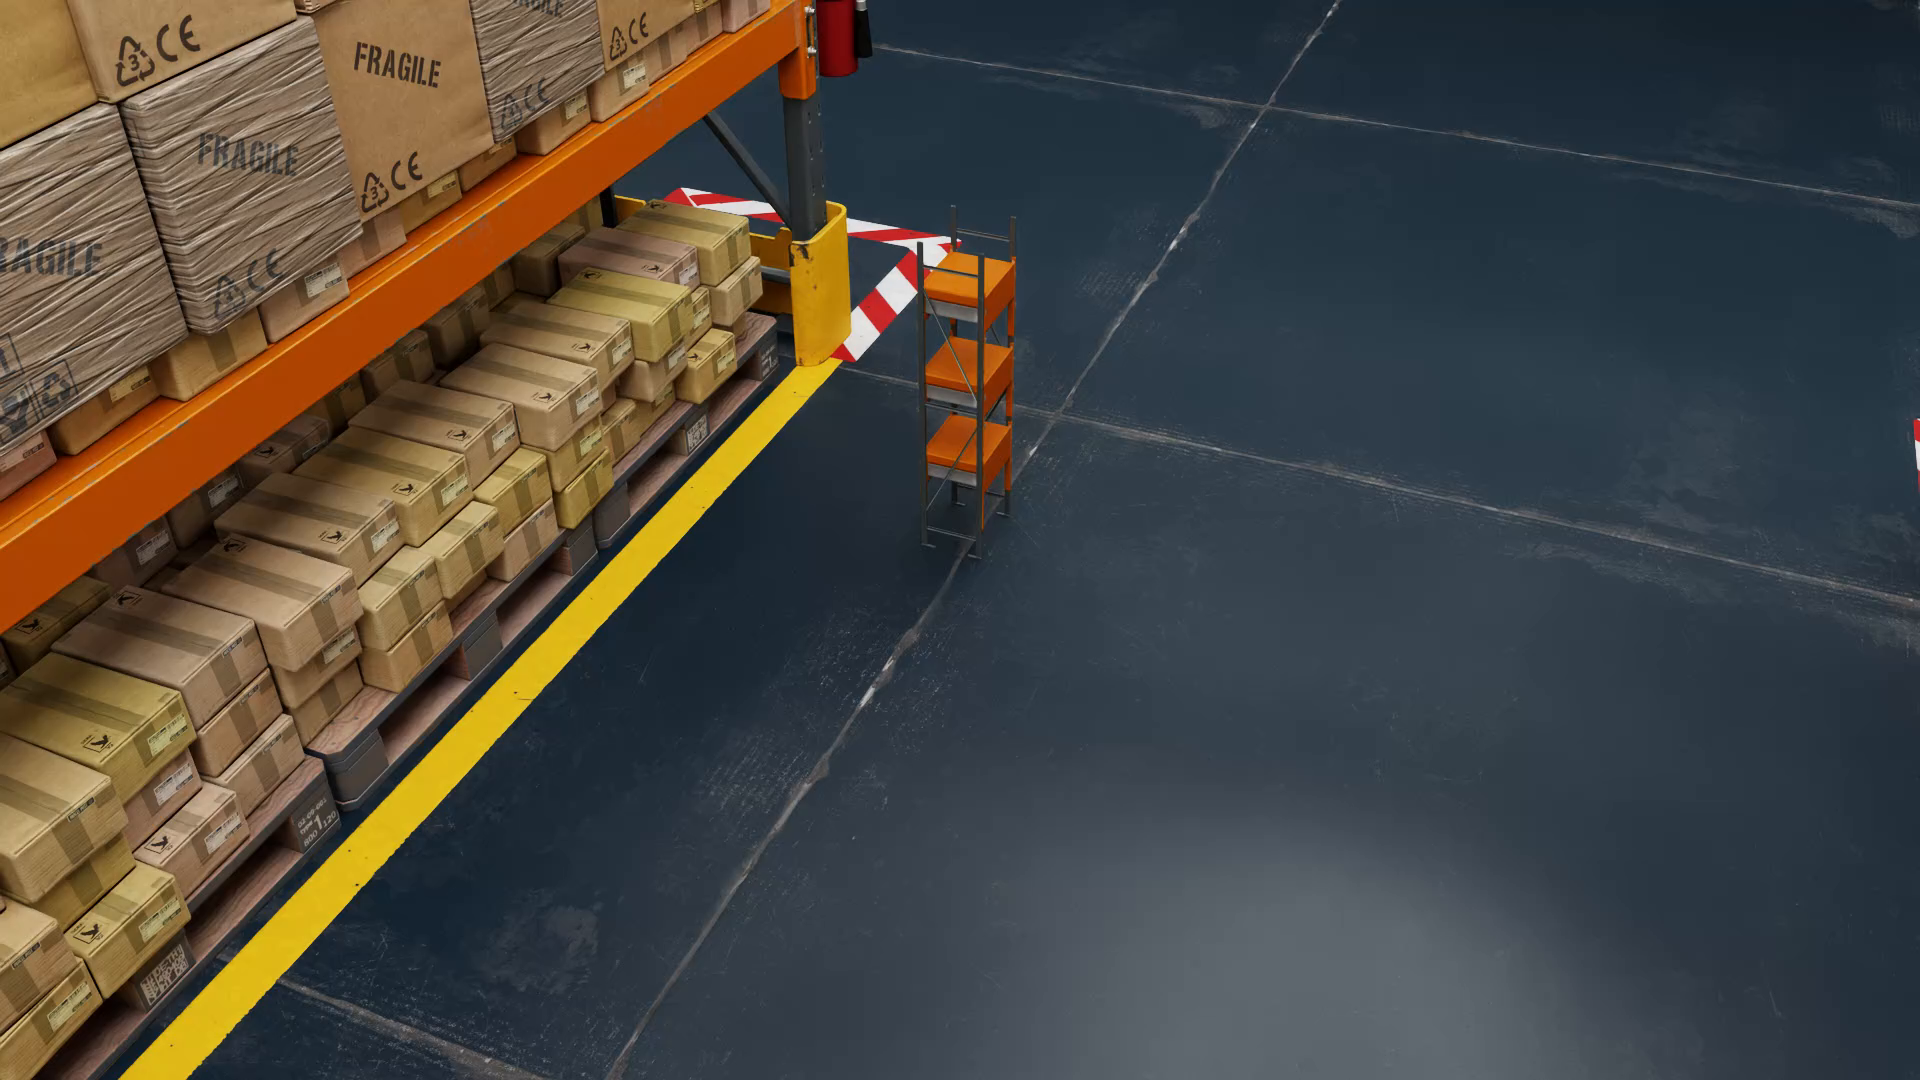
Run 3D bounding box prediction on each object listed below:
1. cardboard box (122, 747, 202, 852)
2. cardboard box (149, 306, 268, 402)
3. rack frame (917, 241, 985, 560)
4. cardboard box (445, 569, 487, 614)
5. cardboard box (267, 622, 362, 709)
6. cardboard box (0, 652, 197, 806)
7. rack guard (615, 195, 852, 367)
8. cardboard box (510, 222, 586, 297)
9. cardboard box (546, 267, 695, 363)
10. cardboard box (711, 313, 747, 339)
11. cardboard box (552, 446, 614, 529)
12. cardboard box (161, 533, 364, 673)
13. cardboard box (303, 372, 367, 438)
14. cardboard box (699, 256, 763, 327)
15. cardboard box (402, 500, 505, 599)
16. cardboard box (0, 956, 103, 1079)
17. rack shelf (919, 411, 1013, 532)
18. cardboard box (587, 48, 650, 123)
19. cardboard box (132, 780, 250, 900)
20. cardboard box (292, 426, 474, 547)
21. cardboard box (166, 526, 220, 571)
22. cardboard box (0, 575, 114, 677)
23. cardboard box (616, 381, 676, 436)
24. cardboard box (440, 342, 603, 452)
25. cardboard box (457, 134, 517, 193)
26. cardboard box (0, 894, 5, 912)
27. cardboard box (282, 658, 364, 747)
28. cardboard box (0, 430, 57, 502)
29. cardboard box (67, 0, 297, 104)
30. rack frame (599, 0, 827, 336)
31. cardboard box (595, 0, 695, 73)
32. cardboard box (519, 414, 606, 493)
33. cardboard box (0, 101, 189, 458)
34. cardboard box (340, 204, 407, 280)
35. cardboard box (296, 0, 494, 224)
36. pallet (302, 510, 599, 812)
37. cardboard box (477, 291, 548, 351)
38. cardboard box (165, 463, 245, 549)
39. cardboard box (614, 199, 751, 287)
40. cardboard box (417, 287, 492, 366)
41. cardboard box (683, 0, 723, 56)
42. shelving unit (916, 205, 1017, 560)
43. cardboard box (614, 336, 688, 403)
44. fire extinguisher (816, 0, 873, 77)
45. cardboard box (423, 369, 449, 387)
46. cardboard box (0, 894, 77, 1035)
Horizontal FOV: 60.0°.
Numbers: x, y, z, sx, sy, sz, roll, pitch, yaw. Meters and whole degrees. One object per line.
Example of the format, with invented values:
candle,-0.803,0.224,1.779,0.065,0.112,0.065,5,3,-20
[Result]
cardboard box,-1.984,0.543,3.800,0.380,0.149,0.250,14,39,17
cardboard box,-1.732,-0.455,3.563,0.380,0.149,0.250,15,39,19
rack frame,-0.026,-0.383,4.885,0.200,1.050,0.008,14,39,18
cardboard box,-1.569,0.075,4.675,0.380,0.149,0.250,15,39,19
cardboard box,-1.752,0.247,4.196,0.380,0.149,0.250,16,40,20
cardboard box,-1.957,0.422,3.714,0.380,0.149,0.250,13,39,17
rack guard,-0.997,-1.051,6.239,1.175,0.500,0.348,14,39,18
cardboard box,-1.476,-0.966,5.571,0.380,0.149,0.250,15,39,19
cardboard box,-1.065,-0.710,5.228,0.380,0.149,0.250,13,39,17
cardboard box,-0.976,-0.782,5.821,0.380,0.149,0.250,14,39,18
cardboard box,-1.281,-0.195,5.036,0.380,0.149,0.250,12,38,16
cardboard box,-1.707,0.150,4.078,0.380,0.149,0.250,15,39,19
cardboard box,-1.964,-0.413,4.831,0.380,0.149,0.250,14,39,18
cardboard box,-0.905,-0.883,5.708,0.380,0.149,0.250,13,39,17
cardboard box,-1.480,-0.009,4.538,0.380,0.149,0.250,14,39,18
cardboard box,-2.055,0.965,3.484,0.380,0.149,0.250,12,38,16
rack shelf,0.020,-0.219,5.148,0.215,0.259,0.240,14,39,18
cardboard box,-1.117,-1.331,4.735,0.380,0.149,0.250,15,39,19
cardboard box,-1.907,0.668,3.881,0.380,0.149,0.250,14,39,18
cardboard box,-1.549,-0.148,4.475,0.380,0.149,0.250,14,39,18
cardboard box,-2.102,0.017,4.504,0.380,0.149,0.250,12,38,16
cardboard box,-2.276,0.183,4.033,0.380,0.149,0.250,15,39,19
cardboard box,-1.160,-0.490,5.430,0.380,0.149,0.250,14,39,18
cardboard box,-1.273,-0.420,4.840,0.380,0.149,0.250,15,39,19
cardboard box,-1.403,-1.056,4.367,0.380,0.149,0.250,12,38,16
cardboard box,-2.168,0.712,3.326,0.380,0.149,0.250,15,39,20
cardboard box,-1.786,0.360,4.294,0.380,0.149,0.250,12,38,16
cardboard box,-1.997,-0.181,3.197,0.380,0.149,0.250,12,38,16
cardboard box,-1.690,-1.196,3.178,0.500,0.500,0.500,14,39,18
rack frame,-0.968,-2.095,5.547,1.000,3.000,0.127,14,39,18
cardboard box,-1.102,-1.662,4.637,0.500,0.500,0.500,13,39,17
cardboard box,-1.286,-0.305,4.935,0.380,0.149,0.250,14,39,18
cardboard box,-1.887,-0.532,3.124,0.500,0.500,0.500,14,39,18
cardboard box,-1.565,-0.761,3.972,0.380,0.149,0.250,15,39,19
cardboard box,-1.485,-1.106,3.892,0.500,0.500,0.500,16,40,20
pallet,-1.805,0.179,4.834,1.003,0.211,1.213,14,39,18
cardboard box,-1.573,-0.714,5.482,0.380,0.149,0.250,14,39,18
cardboard box,-2.167,-0.140,4.465,0.380,0.149,0.250,13,39,16
cardboard box,-0.935,-1.008,5.627,0.380,0.149,0.250,14,39,18
cardboard box,-1.708,-0.700,5.215,0.380,0.149,0.250,12,38,16
cardboard box,-0.960,-1.620,5.122,0.380,0.149,0.250,14,39,18
shelving unit,0.020,-0.450,4.975,0.215,1.050,0.252,14,39,18
cardboard box,-1.101,-0.595,5.322,0.380,0.149,0.250,12,38,16
fire extinguisher,-0.446,-1.949,5.728,0.296,0.674,0.183,14,39,18
cardboard box,-1.784,-0.428,5.099,0.380,0.149,0.250,12,38,16
cardboard box,-2.056,0.847,3.394,0.380,0.149,0.250,16,40,20
